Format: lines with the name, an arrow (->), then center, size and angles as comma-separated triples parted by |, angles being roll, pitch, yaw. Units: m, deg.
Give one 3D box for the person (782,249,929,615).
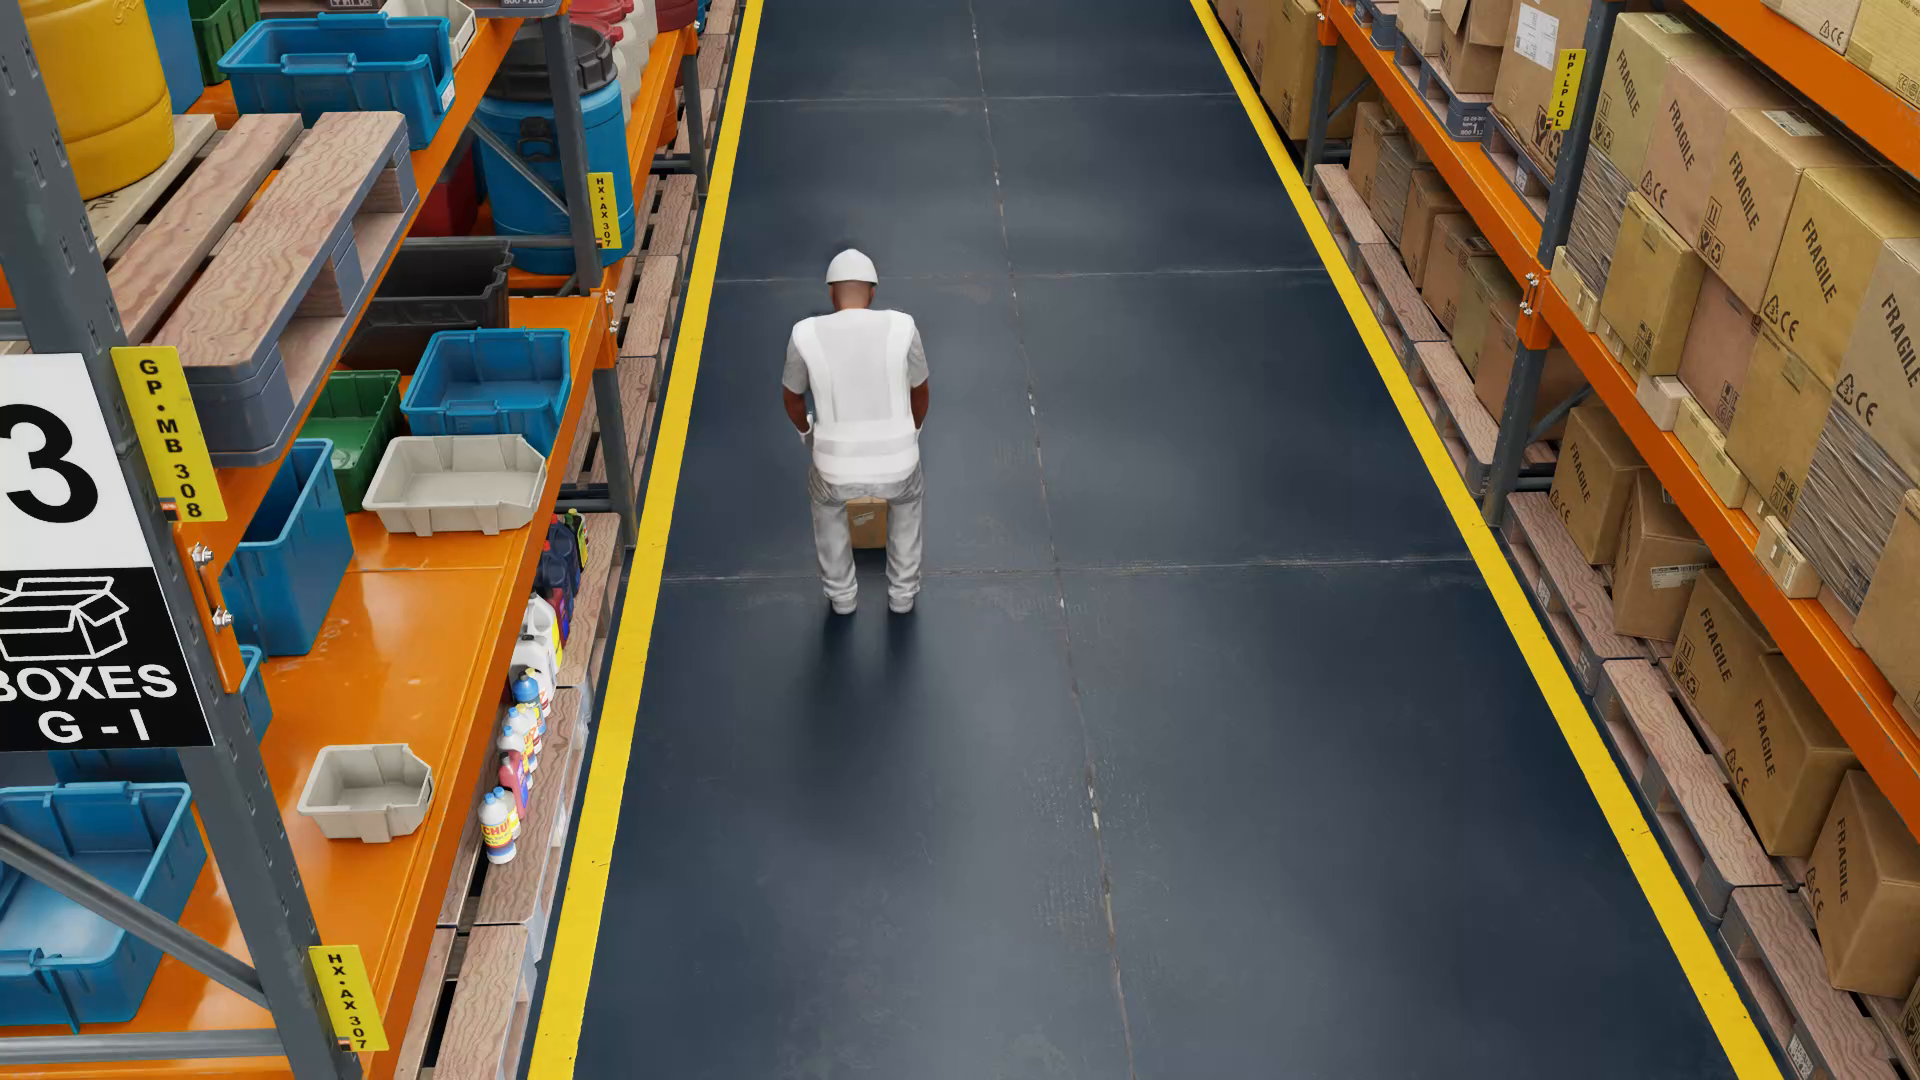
person -> -0.428, -0.405, 6.933 | 0.608, 1.525, 0.696 | -1, 35, -2
